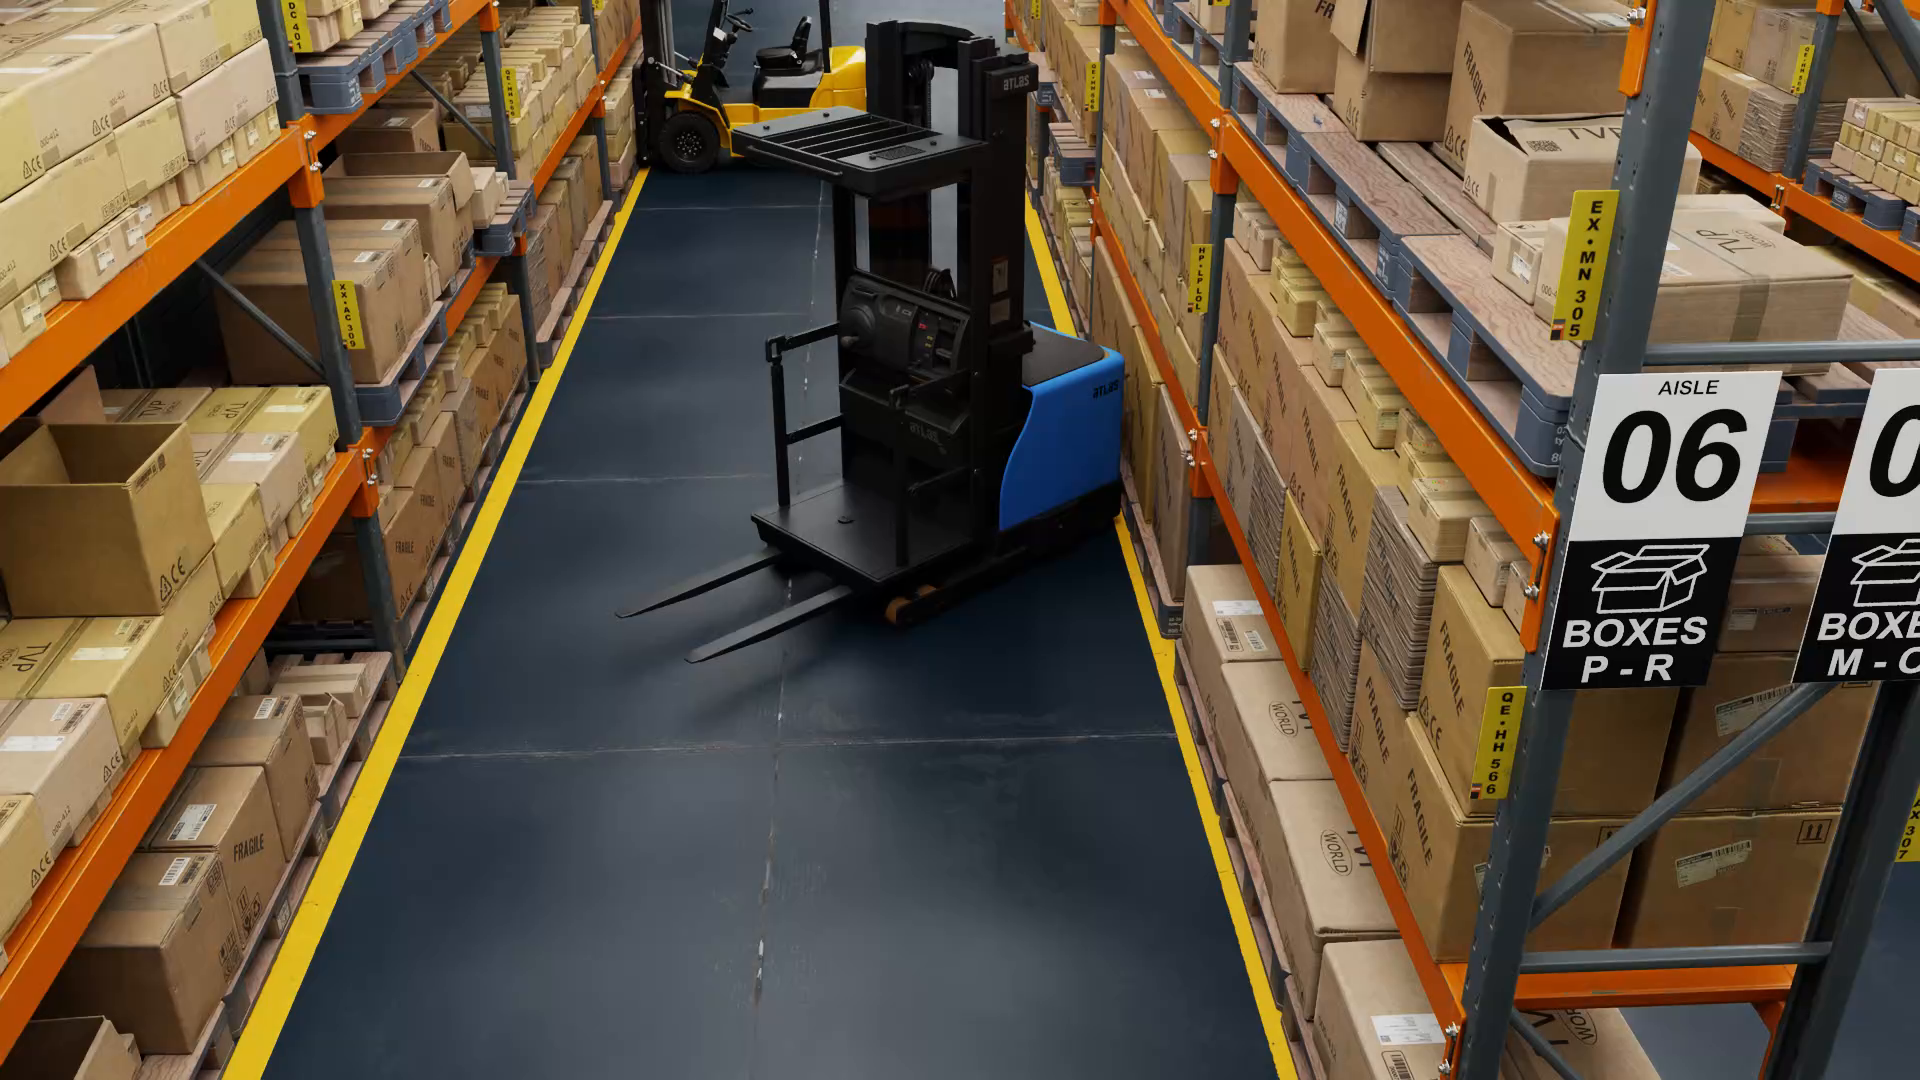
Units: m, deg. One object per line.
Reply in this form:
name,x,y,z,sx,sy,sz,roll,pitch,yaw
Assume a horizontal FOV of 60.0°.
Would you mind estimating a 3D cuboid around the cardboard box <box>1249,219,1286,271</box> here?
cardboard box,1.432,-1.245,7.002,0.380,0.149,0.250,-1,28,-2

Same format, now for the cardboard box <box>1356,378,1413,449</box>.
cardboard box,1.514,-0.416,5.414,0.380,0.149,0.250,-1,28,-1

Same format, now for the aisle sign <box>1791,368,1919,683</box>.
aisle sign,2.148,-0.018,3.731,0.394,0.787,0.004,-1,28,-3

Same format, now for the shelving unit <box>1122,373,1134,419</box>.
shelving unit,0.837,-0.837,10.440,0.189,0.258,1.200,-6,-2,-9

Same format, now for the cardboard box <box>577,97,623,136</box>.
cardboard box,-3.441,-3.954,15.525,0.500,0.250,0.500,-2,28,-3

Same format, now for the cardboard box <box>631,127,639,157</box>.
cardboard box,-3.508,-3.982,16.660,0.500,0.250,0.500,-1,28,-2

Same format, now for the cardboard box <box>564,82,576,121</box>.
cardboard box,-3.414,-3.557,13.489,0.500,0.250,0.500,-1,28,-2

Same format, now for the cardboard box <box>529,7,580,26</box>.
cardboard box,-3.489,-4.492,14.309,0.380,0.149,0.250,0,28,-1

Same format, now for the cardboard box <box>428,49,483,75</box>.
cardboard box,-3.838,-3.651,12.697,0.380,0.149,0.250,-1,28,-1

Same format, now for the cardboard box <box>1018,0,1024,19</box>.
cardboard box,0.860,-5.523,16.666,0.500,0.500,0.500,-2,28,-4

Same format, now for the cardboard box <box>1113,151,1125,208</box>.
cardboard box,1.243,-2.263,10.467,0.500,0.250,0.500,-1,28,-1

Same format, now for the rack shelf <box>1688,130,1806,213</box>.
rack shelf,6.270,-3.357,13.722,1.077,0.370,4.000,-1,28,-3

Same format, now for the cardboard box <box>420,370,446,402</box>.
cardboard box,-3.238,-0.881,9.743,0.380,0.149,0.250,-1,28,-2

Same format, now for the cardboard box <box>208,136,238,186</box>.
cardboard box,-2.982,-1.440,6.295,0.380,0.149,0.250,0,28,-1

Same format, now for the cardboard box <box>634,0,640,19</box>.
cardboard box,-3.632,-5.743,17.410,0.500,0.500,0.500,-1,28,-1

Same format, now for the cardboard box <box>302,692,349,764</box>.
cardboard box,-2.970,0.823,7.430,0.396,0.266,0.258,0,28,-1

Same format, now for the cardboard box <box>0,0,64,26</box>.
cardboard box,-3.527,-1.760,5.938,0.500,0.250,0.500,-2,28,-4

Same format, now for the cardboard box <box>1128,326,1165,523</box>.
cardboard box,1.478,-0.685,9.663,0.875,0.875,0.875,-1,28,-1

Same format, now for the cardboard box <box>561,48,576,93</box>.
cardboard box,-3.393,-3.773,13.362,0.500,0.250,0.500,-1,28,-2

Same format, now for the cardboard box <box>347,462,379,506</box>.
cardboard box,-3.125,-0.286,8.280,0.380,0.149,0.250,-2,28,-4

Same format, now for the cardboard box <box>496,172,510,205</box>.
cardboard box,-3.103,-2.246,10.630,0.380,0.149,0.250,-1,28,-2

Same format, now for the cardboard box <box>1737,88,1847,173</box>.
cardboard box,6.083,-2.999,12.148,0.500,0.500,0.500,-1,28,-3

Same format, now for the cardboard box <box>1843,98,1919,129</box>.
cardboard box,6.206,-2.871,11.186,0.380,0.149,0.250,-1,28,-3

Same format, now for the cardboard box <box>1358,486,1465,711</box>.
cardboard box,1.535,0.163,5.005,0.500,0.500,0.500,-1,28,-2

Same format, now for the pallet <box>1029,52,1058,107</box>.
pallet,1.123,-3.992,14.368,1.003,0.211,1.213,-1,28,-3

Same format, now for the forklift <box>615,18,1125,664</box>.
forklift,-0.454,-1.098,8.685,3.031,2.935,1.130,-24,36,-38

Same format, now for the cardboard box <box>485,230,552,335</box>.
cardboard box,-3.539,-1.887,12.237,0.875,0.625,0.625,-1,28,-1

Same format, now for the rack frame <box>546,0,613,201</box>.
rack frame,-3.729,-4.312,14.774,1.000,3.000,0.127,-1,28,-3

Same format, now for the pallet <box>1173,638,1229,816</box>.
pallet,1.607,0.850,7.892,1.003,0.211,1.213,-1,28,-3

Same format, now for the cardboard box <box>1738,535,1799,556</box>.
cardboard box,2.028,0.043,4.534,0.380,0.149,0.250,-1,28,-1

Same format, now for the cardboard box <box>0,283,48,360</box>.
cardboard box,-2.854,-0.620,4.722,0.380,0.149,0.250,-1,28,-3

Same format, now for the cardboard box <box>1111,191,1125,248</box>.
cardboard box,1.256,-2.051,10.602,0.500,0.250,0.500,-2,28,-4

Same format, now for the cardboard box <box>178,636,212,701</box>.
cardboard box,-2.897,0.465,5.886,0.380,0.149,0.250,-1,28,-1

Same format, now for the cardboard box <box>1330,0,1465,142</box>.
cardboard box,1.748,-1.724,5.893,0.797,0.503,0.637,1,28,1

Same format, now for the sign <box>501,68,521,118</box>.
sign,-2.979,-2.961,11.017,0.100,0.325,0.005,-1,28,-3

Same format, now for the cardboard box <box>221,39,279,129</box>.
cardboard box,-3.036,-1.796,6.547,0.500,0.250,0.500,-1,28,-2

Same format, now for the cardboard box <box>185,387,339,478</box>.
cardboard box,-3.041,-0.454,7.217,0.500,0.250,0.500,-1,28,-1

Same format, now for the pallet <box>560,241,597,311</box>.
pallet,-3.585,-2.172,13.686,1.003,0.211,1.213,-1,28,-3

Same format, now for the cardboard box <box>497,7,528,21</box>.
cardboard box,-3.925,-4.477,14.280,0.380,0.149,0.250,-2,28,-4

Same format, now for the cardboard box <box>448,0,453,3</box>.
cardboard box,-3.224,-3.265,9.685,0.500,0.250,0.500,-1,28,-2

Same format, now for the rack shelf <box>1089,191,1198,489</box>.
rack shelf,1.541,-1.344,9.861,1.077,0.370,4.000,-1,28,-3

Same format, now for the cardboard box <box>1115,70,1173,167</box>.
cardboard box,1.254,-2.612,10.325,0.500,0.500,0.500,-1,28,-2

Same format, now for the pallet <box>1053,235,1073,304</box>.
pallet,1.337,-2.273,13.880,1.003,0.211,1.213,-1,28,-3

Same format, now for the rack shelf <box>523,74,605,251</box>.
rack shelf,-3.624,-3.070,13.170,1.077,0.370,4.000,-1,28,-3

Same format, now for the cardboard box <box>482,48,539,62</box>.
cardboard box,-3.430,-3.665,12.723,0.380,0.149,0.250,-1,28,-3

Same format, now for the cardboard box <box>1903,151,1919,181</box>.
cardboard box,6.246,-2.367,10.540,0.380,0.149,0.250,-1,28,-2

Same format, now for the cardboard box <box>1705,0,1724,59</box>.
cardboard box,6.278,-4.154,13.282,0.700,0.500,0.500,-2,28,-3

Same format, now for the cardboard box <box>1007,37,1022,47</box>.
cardboard box,0.787,-5.190,18.166,0.500,0.500,0.500,-2,28,-4

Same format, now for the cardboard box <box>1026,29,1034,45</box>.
cardboard box,0.850,-4.933,16.235,0.380,0.149,0.250,-2,28,-3

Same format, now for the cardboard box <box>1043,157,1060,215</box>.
cardboard box,1.258,-3.213,15.054,0.950,0.372,0.625,-1,28,-2

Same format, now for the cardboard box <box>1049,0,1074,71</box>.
cardboard box,1.005,-4.113,13.508,0.500,0.500,0.500,-2,28,-3

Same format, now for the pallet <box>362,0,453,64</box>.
pallet,-3.332,-2.646,8.539,1.213,0.211,1.003,-1,28,-3

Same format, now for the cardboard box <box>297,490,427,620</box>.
cardboard box,-3.112,0.076,8.610,0.500,0.500,0.500,0,28,0

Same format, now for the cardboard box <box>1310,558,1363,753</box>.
cardboard box,1.517,0.378,5.674,0.500,0.500,0.500,-1,28,-1

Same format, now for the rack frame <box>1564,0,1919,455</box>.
rack frame,1.854,-1.552,2.995,1.000,3.000,0.127,-1,28,-3

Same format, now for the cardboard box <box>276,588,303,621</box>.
cardboard box,-3.632,0.085,8.593,0.500,0.500,0.500,-2,28,-3

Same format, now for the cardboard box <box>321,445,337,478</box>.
cardboard box,-3.042,-0.365,7.478,0.380,0.149,0.250,-1,28,-2
